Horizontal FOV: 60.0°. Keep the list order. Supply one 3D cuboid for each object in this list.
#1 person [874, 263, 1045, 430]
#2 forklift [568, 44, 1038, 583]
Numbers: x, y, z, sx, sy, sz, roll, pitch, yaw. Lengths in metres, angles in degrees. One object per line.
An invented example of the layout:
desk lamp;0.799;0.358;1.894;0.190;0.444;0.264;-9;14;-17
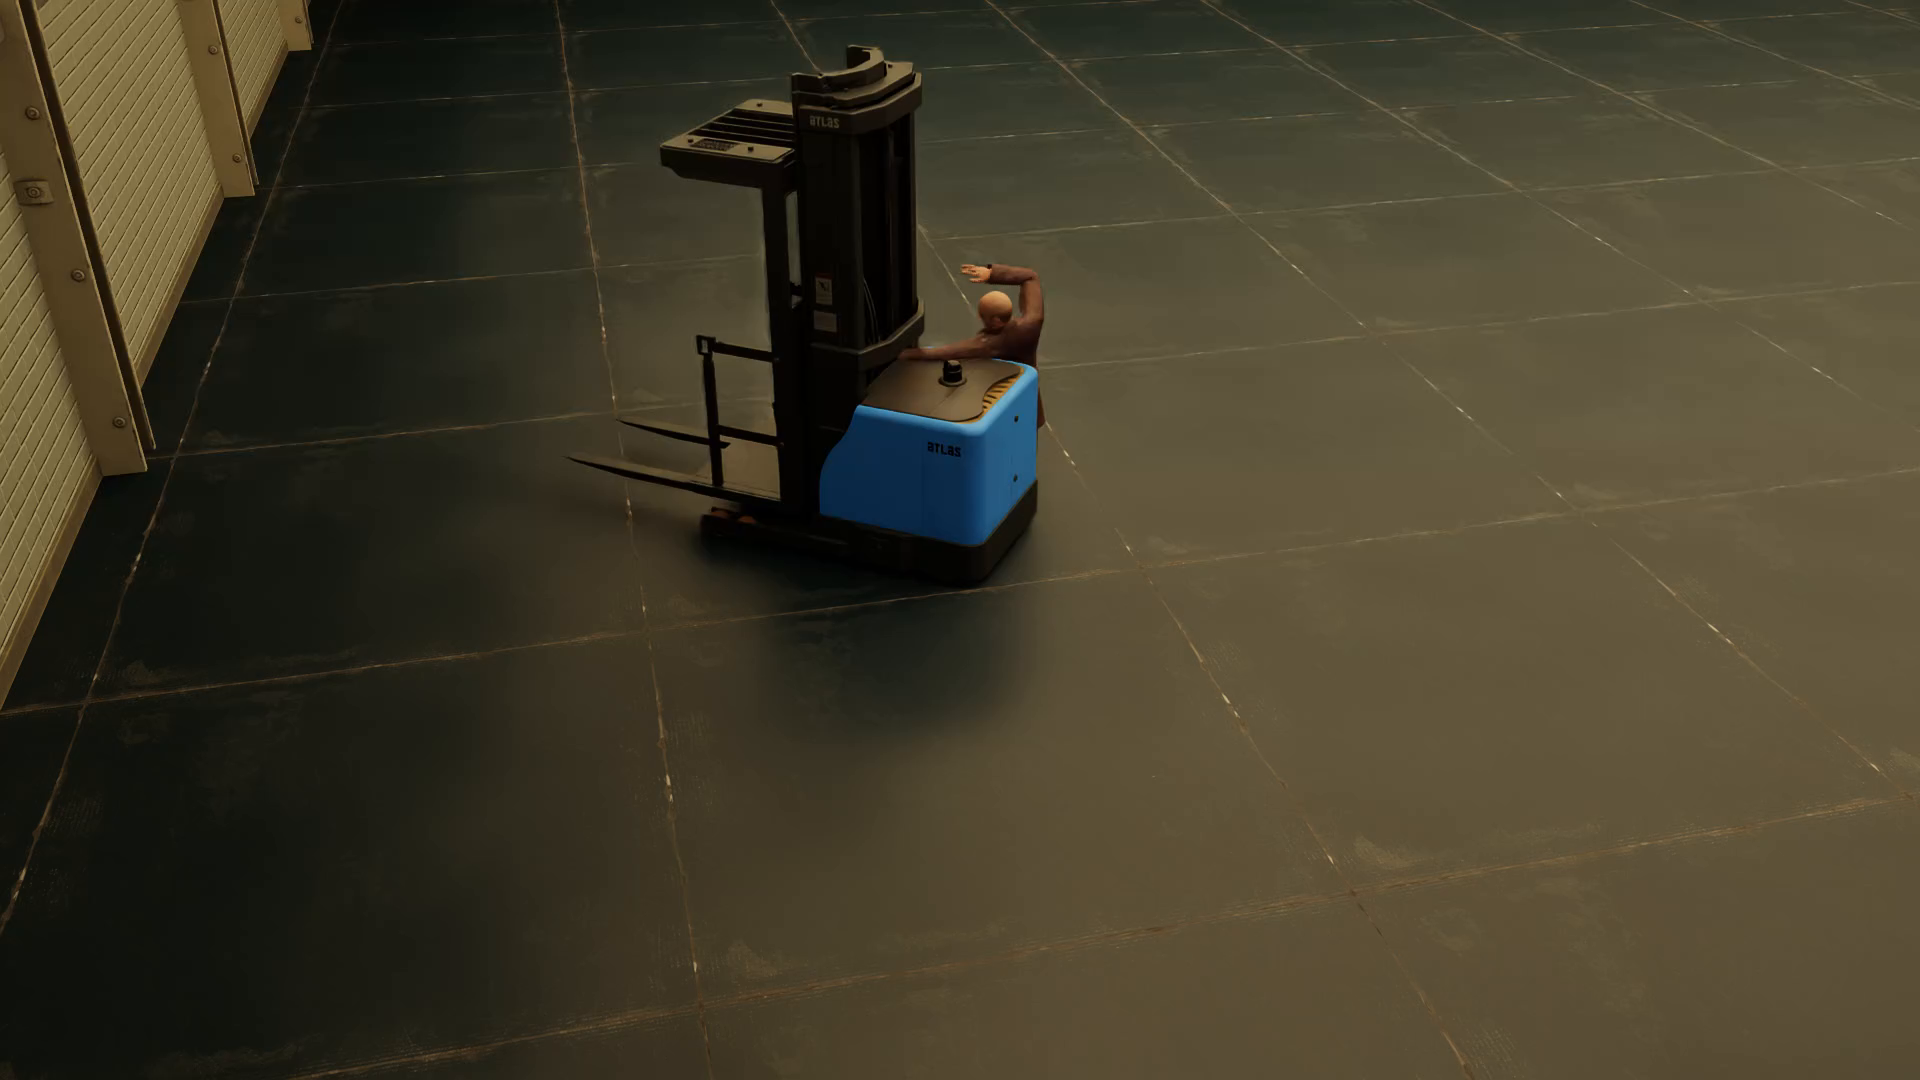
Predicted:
person;-0.011;-1.035;10.787;1.153;1.568;0.930;-2;30;-3
forklift;-1.073;-1.482;10.134;3.031;2.935;1.130;12;32;20
